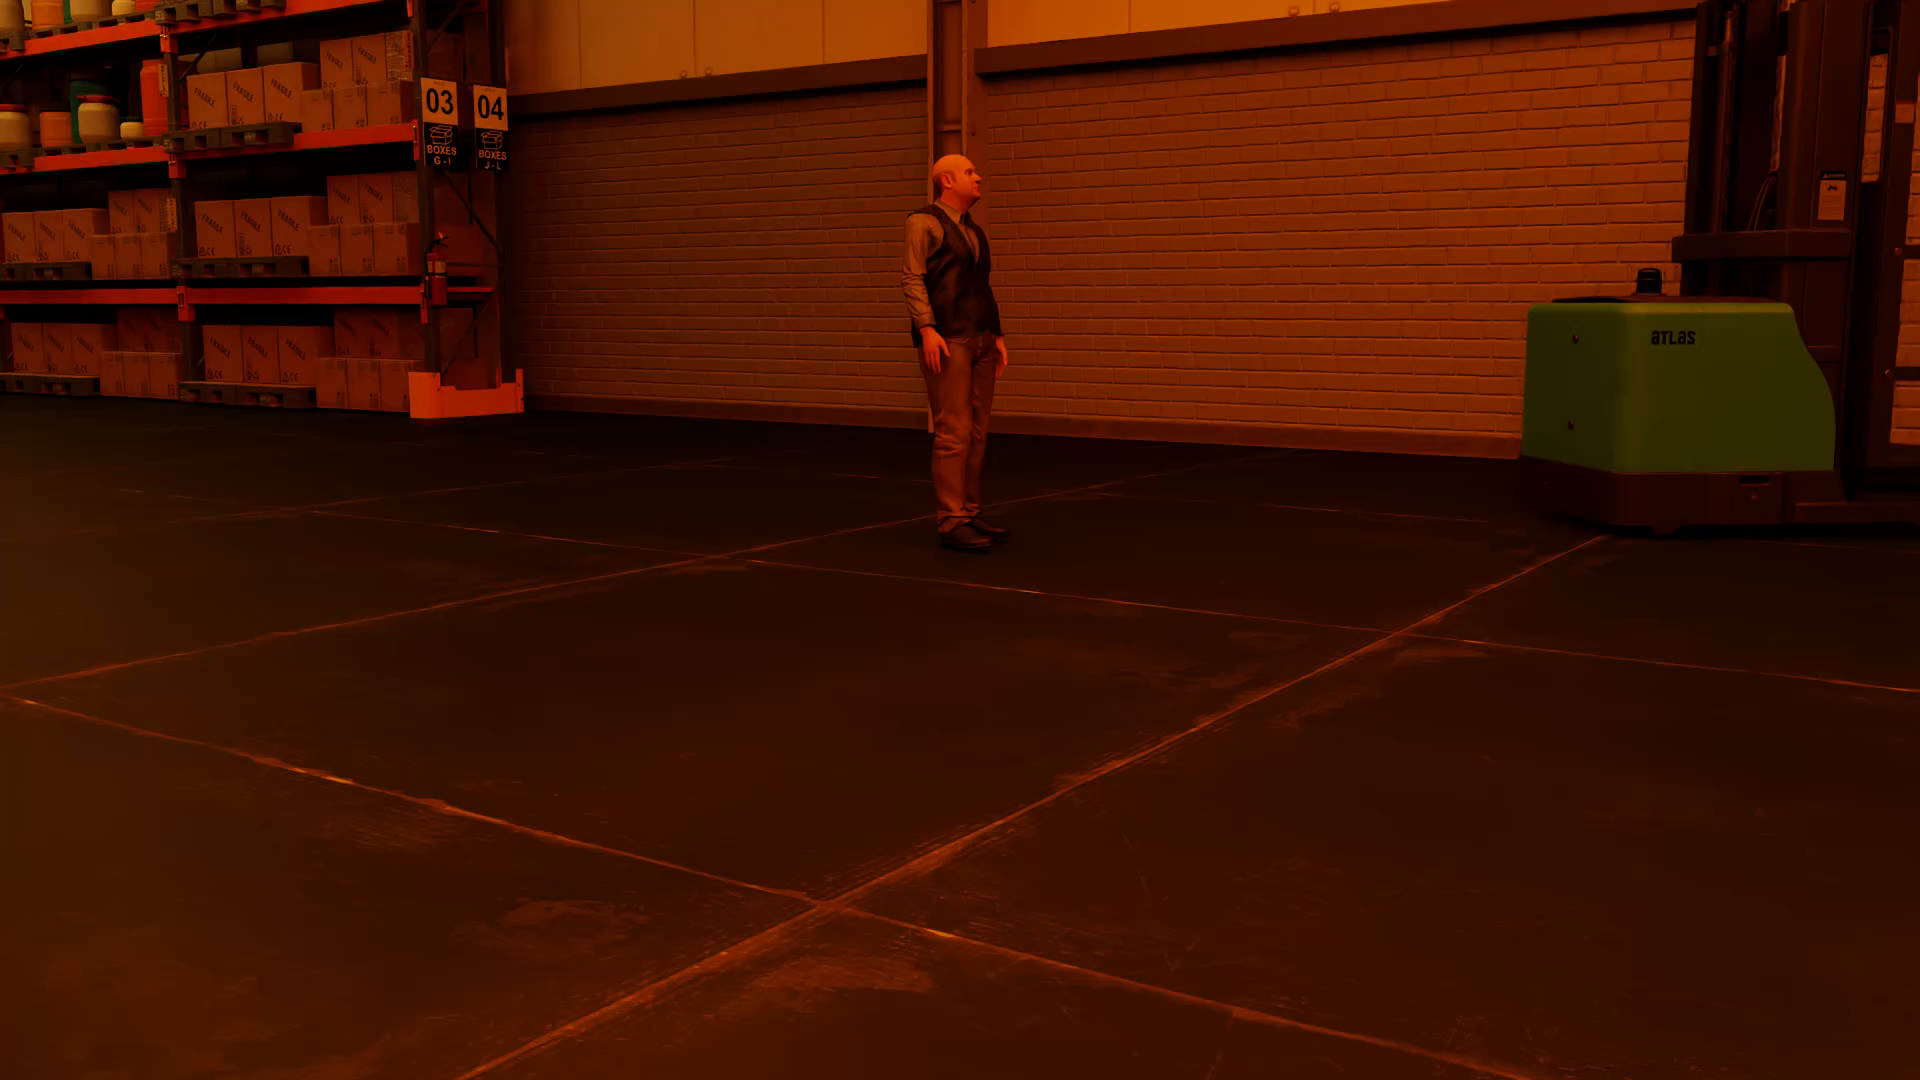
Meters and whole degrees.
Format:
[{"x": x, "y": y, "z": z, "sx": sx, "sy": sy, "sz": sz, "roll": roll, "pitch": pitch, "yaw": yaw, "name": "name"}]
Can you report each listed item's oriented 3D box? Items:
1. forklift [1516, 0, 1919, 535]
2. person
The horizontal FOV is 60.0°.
[{"x": 4.390, "y": -1.543, "z": 8.046, "sx": 3.031, "sy": 2.935, "sz": 1.130, "roll": -1, "pitch": 8, "yaw": -8, "name": "forklift"}, {"x": 0.047, "y": -0.854, "z": 7.440, "sx": 0.568, "sy": 1.720, "sz": 0.632, "roll": 5, "pitch": 10, "yaw": 34, "name": "person"}]
